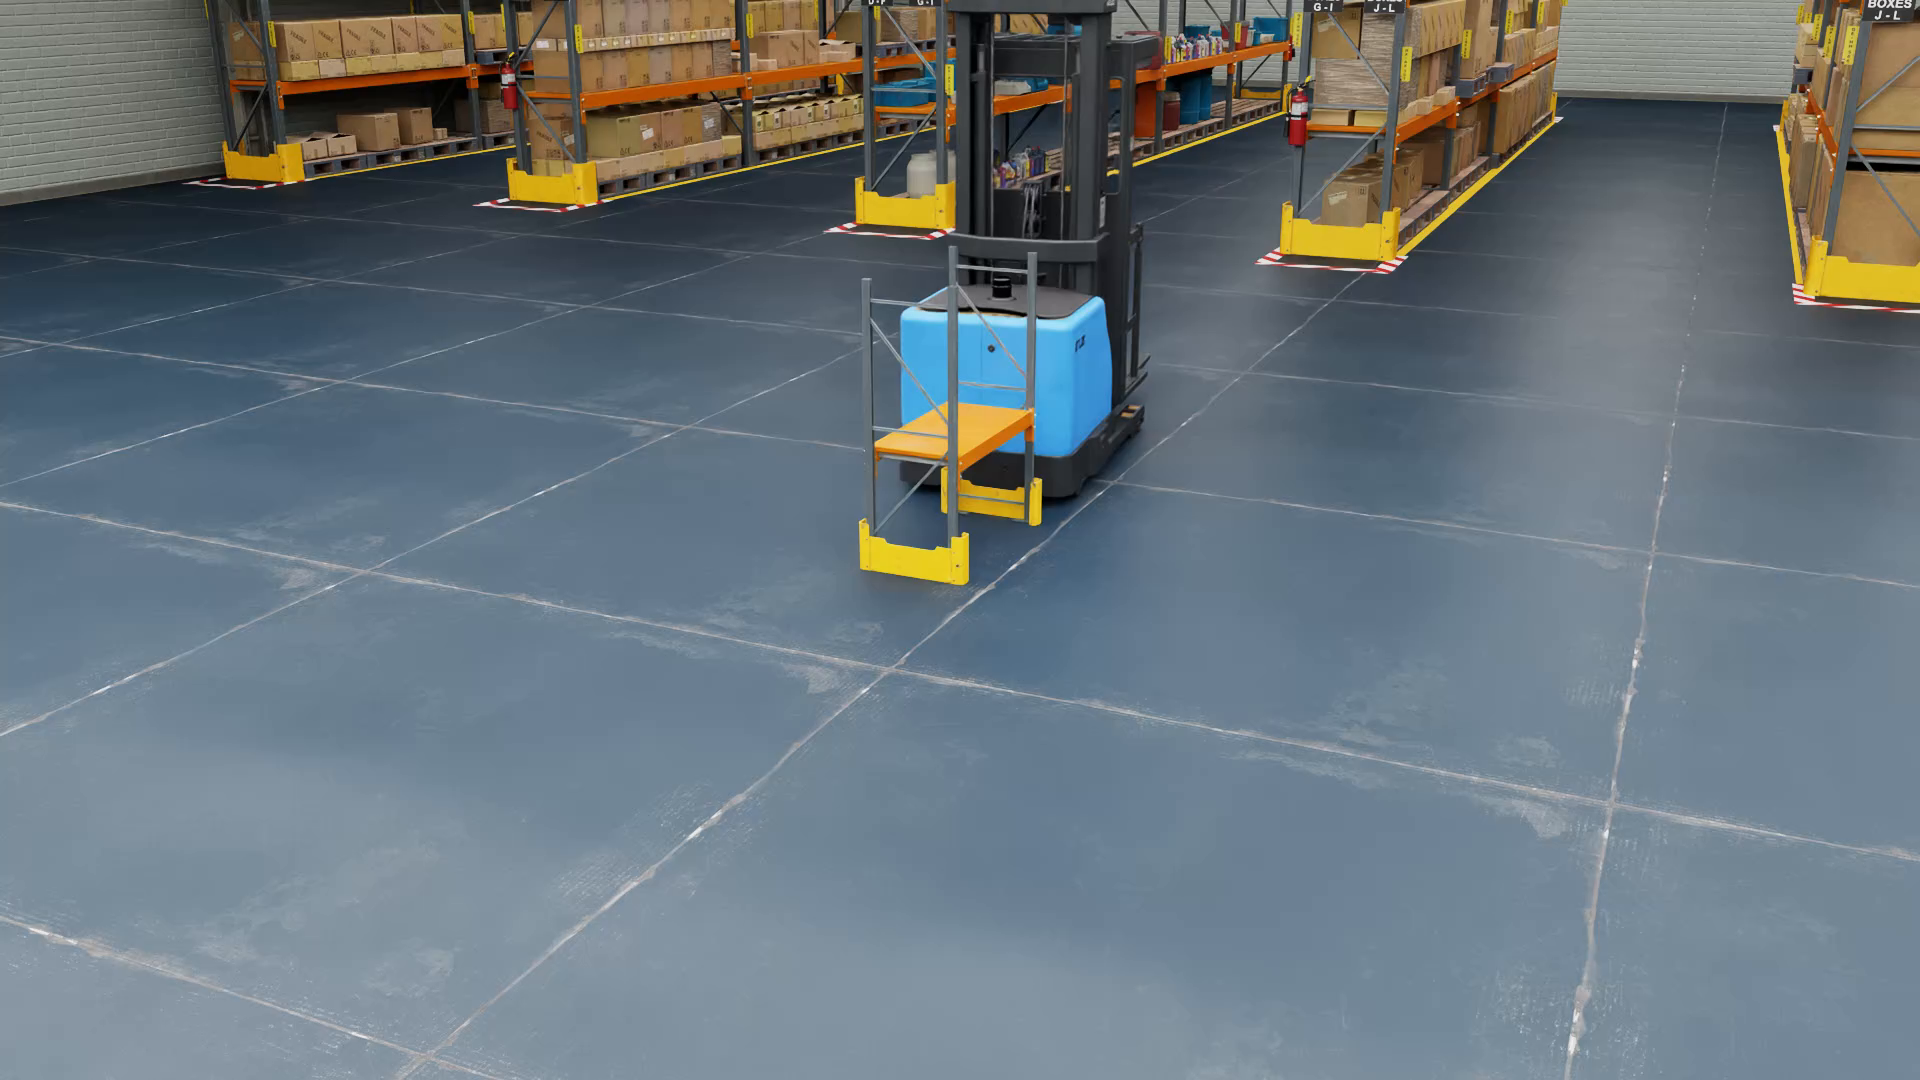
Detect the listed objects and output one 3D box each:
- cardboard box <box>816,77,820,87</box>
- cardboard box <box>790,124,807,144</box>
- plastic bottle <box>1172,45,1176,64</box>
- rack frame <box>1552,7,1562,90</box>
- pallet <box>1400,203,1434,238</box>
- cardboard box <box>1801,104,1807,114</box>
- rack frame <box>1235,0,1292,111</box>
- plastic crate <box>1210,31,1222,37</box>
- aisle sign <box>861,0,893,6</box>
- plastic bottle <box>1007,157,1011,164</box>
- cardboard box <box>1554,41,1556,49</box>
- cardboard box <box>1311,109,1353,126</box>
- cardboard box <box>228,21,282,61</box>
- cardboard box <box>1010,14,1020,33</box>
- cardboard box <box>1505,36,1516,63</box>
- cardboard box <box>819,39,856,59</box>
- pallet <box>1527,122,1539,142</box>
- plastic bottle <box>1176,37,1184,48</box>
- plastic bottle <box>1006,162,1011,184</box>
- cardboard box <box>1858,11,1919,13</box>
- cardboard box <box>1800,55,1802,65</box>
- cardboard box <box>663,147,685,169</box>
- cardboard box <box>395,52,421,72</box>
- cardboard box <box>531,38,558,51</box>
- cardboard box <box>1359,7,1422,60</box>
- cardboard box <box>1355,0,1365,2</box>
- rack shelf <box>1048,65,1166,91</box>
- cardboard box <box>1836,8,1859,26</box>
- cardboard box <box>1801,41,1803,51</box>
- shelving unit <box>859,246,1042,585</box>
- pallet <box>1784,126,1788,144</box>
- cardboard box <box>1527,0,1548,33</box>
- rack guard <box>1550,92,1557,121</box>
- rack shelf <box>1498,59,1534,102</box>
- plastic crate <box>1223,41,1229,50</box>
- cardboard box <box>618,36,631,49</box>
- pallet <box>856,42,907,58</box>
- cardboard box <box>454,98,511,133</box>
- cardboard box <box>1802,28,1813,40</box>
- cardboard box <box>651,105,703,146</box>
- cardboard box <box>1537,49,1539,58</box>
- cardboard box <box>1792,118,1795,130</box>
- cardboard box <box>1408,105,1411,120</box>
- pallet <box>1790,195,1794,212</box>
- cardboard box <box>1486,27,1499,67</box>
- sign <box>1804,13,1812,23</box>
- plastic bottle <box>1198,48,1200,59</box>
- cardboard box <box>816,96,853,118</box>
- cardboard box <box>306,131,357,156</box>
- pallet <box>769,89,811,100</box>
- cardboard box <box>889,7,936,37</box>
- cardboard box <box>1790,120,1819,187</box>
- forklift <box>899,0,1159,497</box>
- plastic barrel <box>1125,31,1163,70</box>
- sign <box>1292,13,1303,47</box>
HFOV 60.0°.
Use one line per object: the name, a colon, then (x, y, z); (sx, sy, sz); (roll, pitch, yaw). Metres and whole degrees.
cardboard box: (-3.299, -10.083, 35.947); (0.700, 0.500, 0.500); (9, 21, 23)
cardboard box: (-2.685, -6.250, 25.543); (0.500, 0.250, 0.500); (8, 21, 21)
plastic bottle: (3.321, -7.656, 26.206); (0.152, 0.276, 0.135); (9, 21, 23)
rack frame: (10.454, -9.251, 30.506); (1.000, 3.000, 0.127); (9, 21, 23)
pallet: (4.799, -3.685, 19.015); (1.003, 0.211, 1.213); (9, 21, 23)
cardboard box: (11.899, -5.869, 22.979); (0.500, 0.250, 0.500); (9, 21, 23)
rack frame: (5.935, -9.931, 32.417); (1.000, 3.000, 0.127); (9, 21, 23)
plastic crate: (4.871, -9.356, 30.960); (0.416, 0.233, 0.300); (9, 21, 23)
aisle sign: (-0.917, -6.283, 18.281); (0.394, 0.787, 0.004); (9, 21, 23)
plastic bottle: (0.642, -4.762, 21.278); (0.061, 0.283, 0.133); (9, 21, 23)
cardboard box: (10.503, -8.899, 29.891); (0.380, 0.149, 0.250); (9, 21, 23)
cardboard box: (3.830, -4.357, 17.119); (0.380, 0.149, 0.250); (9, 21, 23)
cardboard box: (-9.656, -6.865, 22.869); (0.500, 0.500, 0.500); (8, 21, 22)
cardboard box: (0.857, -10.020, 32.517); (0.500, 0.500, 0.500); (8, 21, 22)
cardboard box: (7.834, -7.122, 24.369); (0.500, 0.500, 0.500); (8, 21, 21)
cardboard box: (-2.047, -8.019, 27.174); (0.500, 0.311, 0.500); (10, 22, 26)
pallet: (9.198, -6.936, 28.158); (1.003, 0.211, 1.213); (9, 21, 23)
plastic bottle: (3.574, -8.002, 27.066); (0.144, 0.351, 0.185); (9, 21, 23)
plastic bottle: (0.591, -4.608, 20.866); (0.097, 0.271, 0.097); (0, 20, 0)
cardboard box: (9.722, -5.159, 17.163); (0.875, 0.550, 0.550); (9, 21, 23)
cardboard box: (11.547, -6.463, 22.414); (0.380, 0.149, 0.250); (8, 21, 23)
cardboard box: (-4.096, -5.215, 22.632); (0.500, 0.250, 0.500); (9, 21, 23)
cardboard box: (-8.338, -7.067, 24.559); (0.500, 0.250, 0.500); (8, 21, 22)
cardboard box: (-5.152, -6.216, 20.854); (0.380, 0.149, 0.250); (8, 21, 22)
cardboard box: (4.376, -5.149, 16.886); (0.500, 0.500, 0.500); (9, 21, 23)
cardboard box: (4.715, -5.833, 18.808); (0.500, 0.500, 0.500); (9, 21, 23)
rack shelf: (1.840, -6.535, 23.942); (1.077, 0.370, 4.000); (9, 21, 23)
cardboard box: (11.263, -6.322, 20.627); (0.700, 0.500, 0.500); (8, 21, 22)
cardboard box: (11.764, -6.766, 22.823); (0.380, 0.149, 0.250); (9, 21, 23)
shelving unit: (-0.031, -0.683, 8.652); (0.587, 1.500, 1.083); (9, 21, 23)
pallet: (14.040, -6.588, 27.178); (1.003, 0.211, 1.213); (9, 21, 23)
cardboard box: (9.454, -8.712, 27.650); (0.500, 0.500, 0.500); (9, 21, 23)
rack guard: (10.463, -8.081, 30.945); (1.175, 0.500, 0.348); (9, 21, 23)
rack shelf: (7.997, -7.078, 25.469); (1.077, 0.370, 4.000); (9, 21, 23)
plastic crate: (4.618, -8.735, 29.357); (0.396, 0.136, 0.243); (9, 21, 23)
cardboard box: (-4.463, -6.398, 21.365); (0.380, 0.149, 0.250); (8, 21, 22)
pallet: (-1.645, -8.293, 28.096); (1.213, 0.211, 1.003); (9, 21, 23)
cardboard box: (-7.731, -6.879, 26.908); (0.700, 0.500, 0.500); (9, 22, 25)
cardboard box: (11.975, -7.062, 23.209); (0.380, 0.149, 0.250); (10, 22, 25)
cardboard box: (-3.904, -5.723, 22.941); (0.500, 0.500, 0.500); (9, 21, 23)
cardboard box: (9.348, -8.035, 27.461); (0.380, 0.149, 0.250); (8, 21, 21)
cardboard box: (13.138, -6.452, 25.818); (0.380, 0.149, 0.250); (9, 21, 24)
cardboard box: (4.555, -4.524, 17.587); (0.380, 0.149, 0.250); (9, 21, 23)
pallet: (10.769, -4.178, 20.402); (1.003, 0.211, 1.213); (9, 21, 23)
cardboard box: (6.856, -6.696, 22.544); (0.700, 0.500, 0.500); (12, 23, 31)
sign: (12.801, -7.797, 25.125); (0.100, 0.325, 0.005); (9, 21, 23)
plastic bottle: (3.902, -8.033, 27.375); (0.097, 0.201, 0.097); (0, 20, 0)
cardboard box: (-2.055, -6.979, 26.756); (0.500, 0.311, 0.500); (8, 21, 22)
cardboard box: (-9.056, -5.713, 23.913); (0.500, 0.311, 0.500); (11, 22, 27)
pallet: (-3.860, -9.350, 34.944); (1.003, 0.211, 1.213); (9, 21, 23)
cardboard box: (-0.842, -9.301, 29.869); (0.700, 0.500, 0.500); (12, 23, 31)
cardboard box: (10.975, -4.791, 20.694); (1.050, 0.750, 0.750); (9, 21, 24)
forklift: (0.590, -2.082, 10.448); (1.130, 2.935, 3.031); (6, 21, 17)
plastic barrel: (2.745, -7.366, 25.002); (0.600, 0.536, 0.708); (9, 21, 23)
sign: (3.404, -5.137, 16.737); (0.100, 0.325, 0.005); (9, 21, 23)
